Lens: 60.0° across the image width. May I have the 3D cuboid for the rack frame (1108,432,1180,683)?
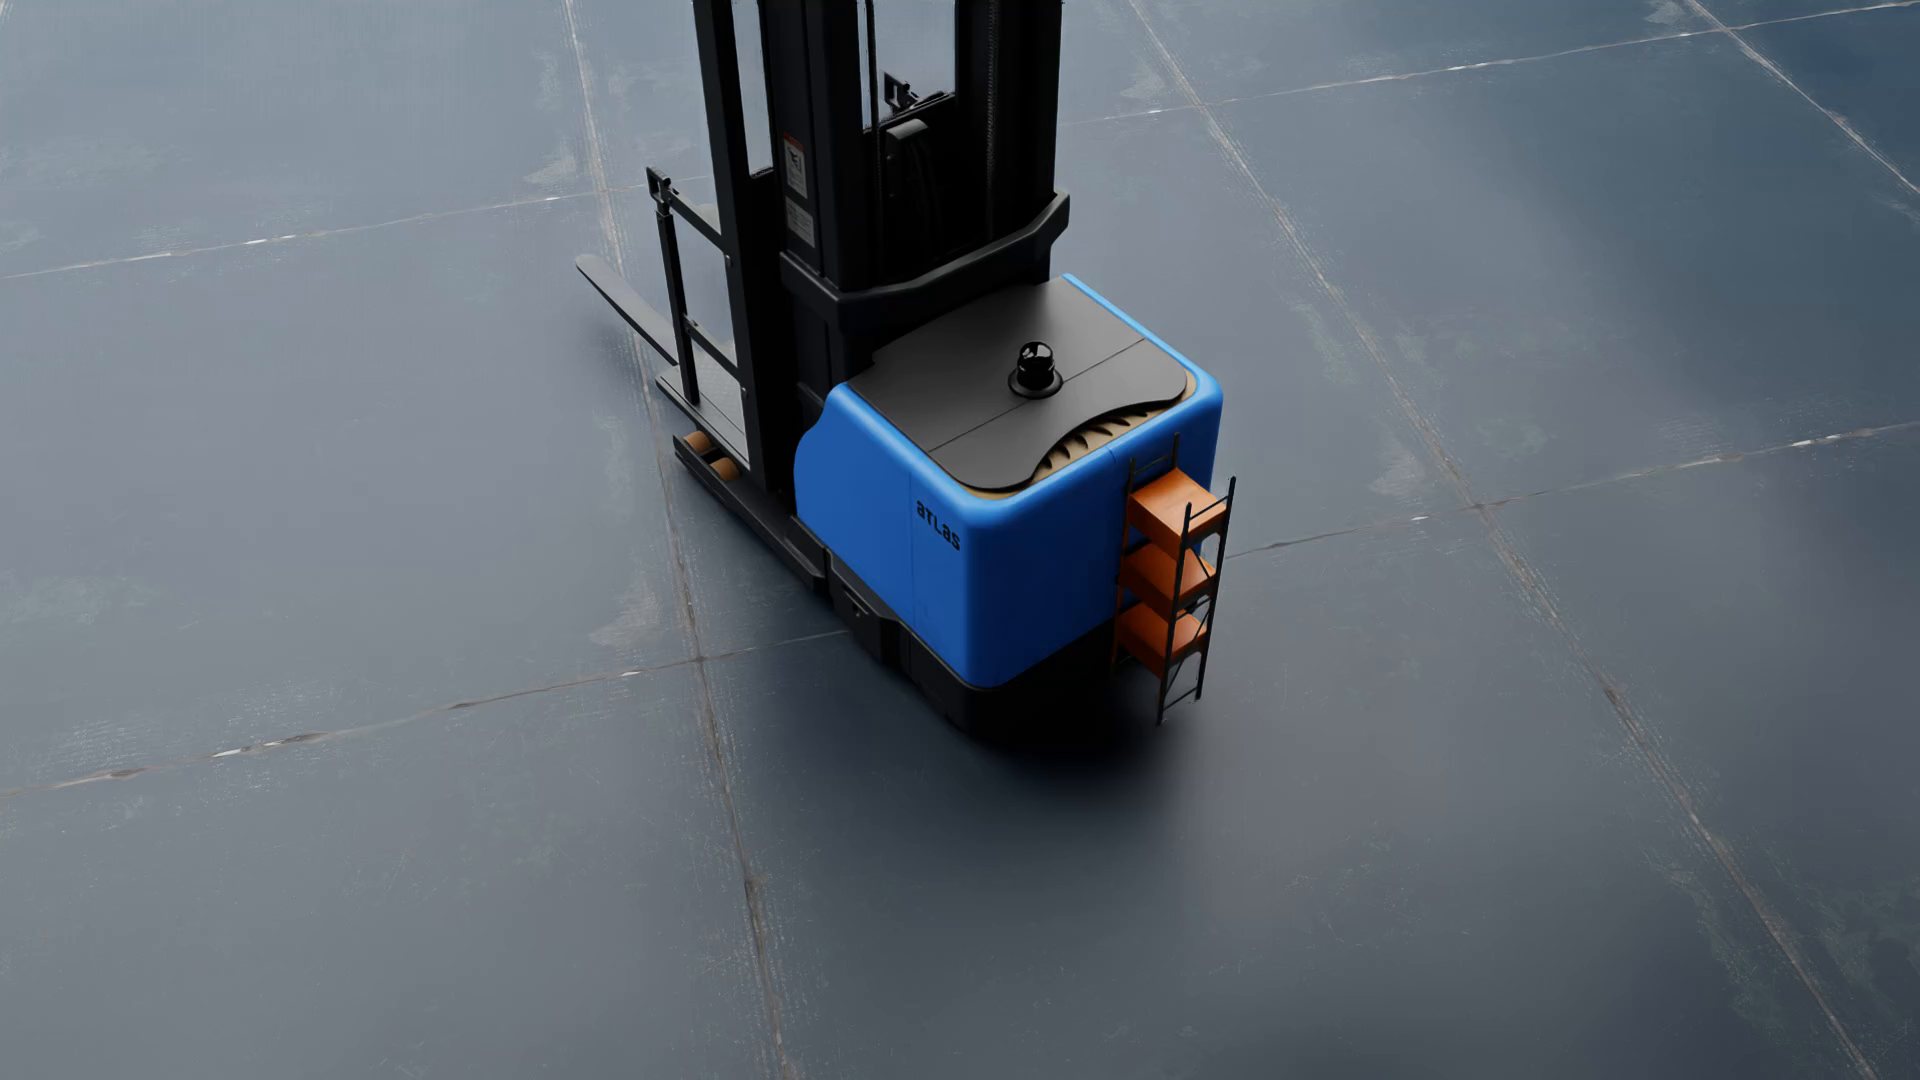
[{"bbox_3d":[0.594,0.082,5.434,0.200,1.050,0.008,-29,52,-26],"label":"rack frame"}]

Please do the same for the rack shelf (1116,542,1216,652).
[{"bbox_3d":[0.670,0.158,5.375,0.215,0.259,0.240,-29,52,-26],"label":"rack shelf"}]

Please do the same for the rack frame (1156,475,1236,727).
[{"bbox_3d":[0.745,0.220,5.300,0.200,1.050,0.008,-29,52,-26],"label":"rack frame"}]

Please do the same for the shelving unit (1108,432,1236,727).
[{"bbox_3d":[0.670,0.151,5.367,0.215,1.050,0.252,-29,52,-26],"label":"shelving unit"}]

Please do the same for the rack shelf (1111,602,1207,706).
[{"bbox_3d":[0.670,0.353,5.573,0.215,0.259,0.240,-29,52,-26],"label":"rack shelf"}]

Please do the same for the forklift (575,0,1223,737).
[{"bbox_3d":[-0.455,-1.373,5.544,1.130,2.935,3.031,-29,52,-26],"label":"forklift"}]

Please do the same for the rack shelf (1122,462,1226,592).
[{"bbox_3d":[0.670,-0.040,5.172,0.215,0.259,0.240,-29,52,-26],"label":"rack shelf"}]
